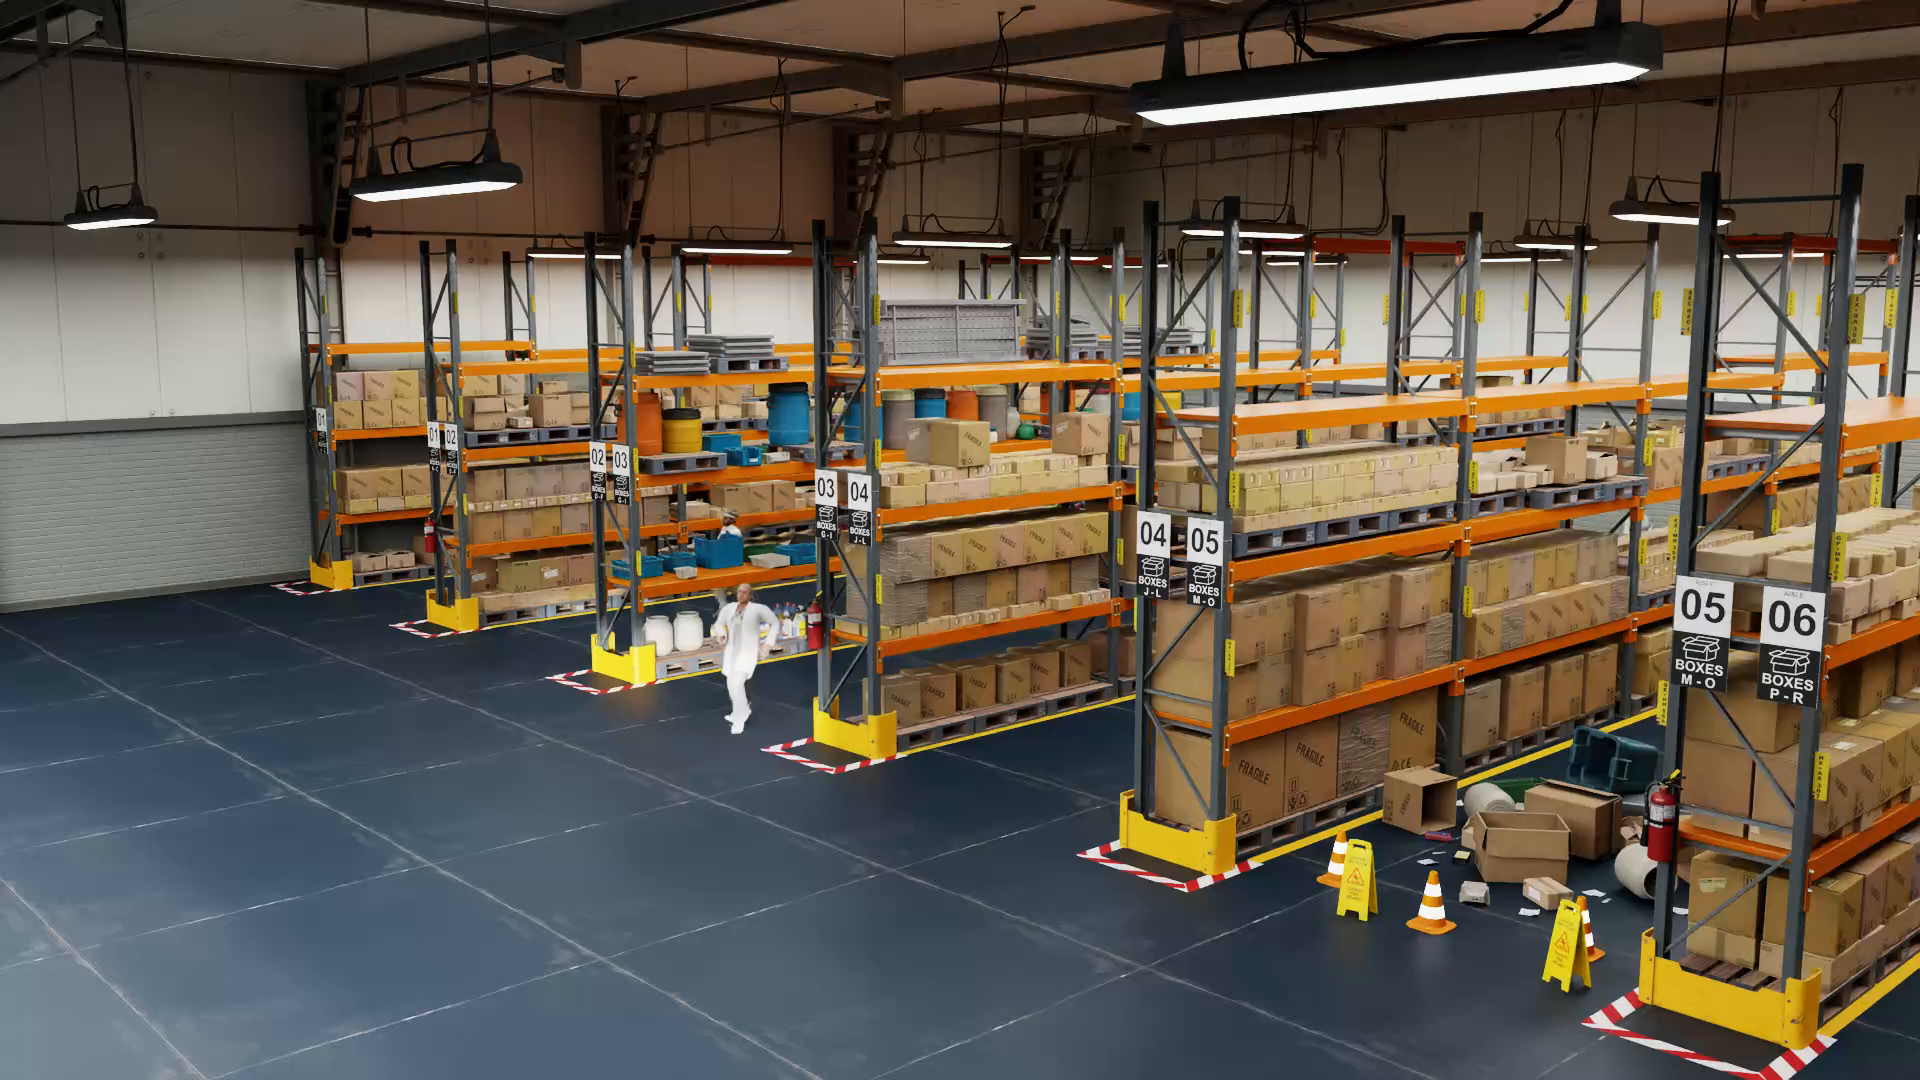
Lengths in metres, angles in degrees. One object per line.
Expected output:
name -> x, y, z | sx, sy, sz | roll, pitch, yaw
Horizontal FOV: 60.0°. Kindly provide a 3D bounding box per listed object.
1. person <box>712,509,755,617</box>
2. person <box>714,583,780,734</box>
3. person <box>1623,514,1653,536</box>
person -> -3.596, 0.341, 26.082 | 0.692, 1.679, 0.590 | -7, 11, -41
person -> -2.586, 1.411, 19.905 | 0.774, 1.825, 0.728 | 3, 9, 21
person -> 11.863, 0.120, 29.116 | 0.533, 1.600, 0.752 | 1, 9, 10
